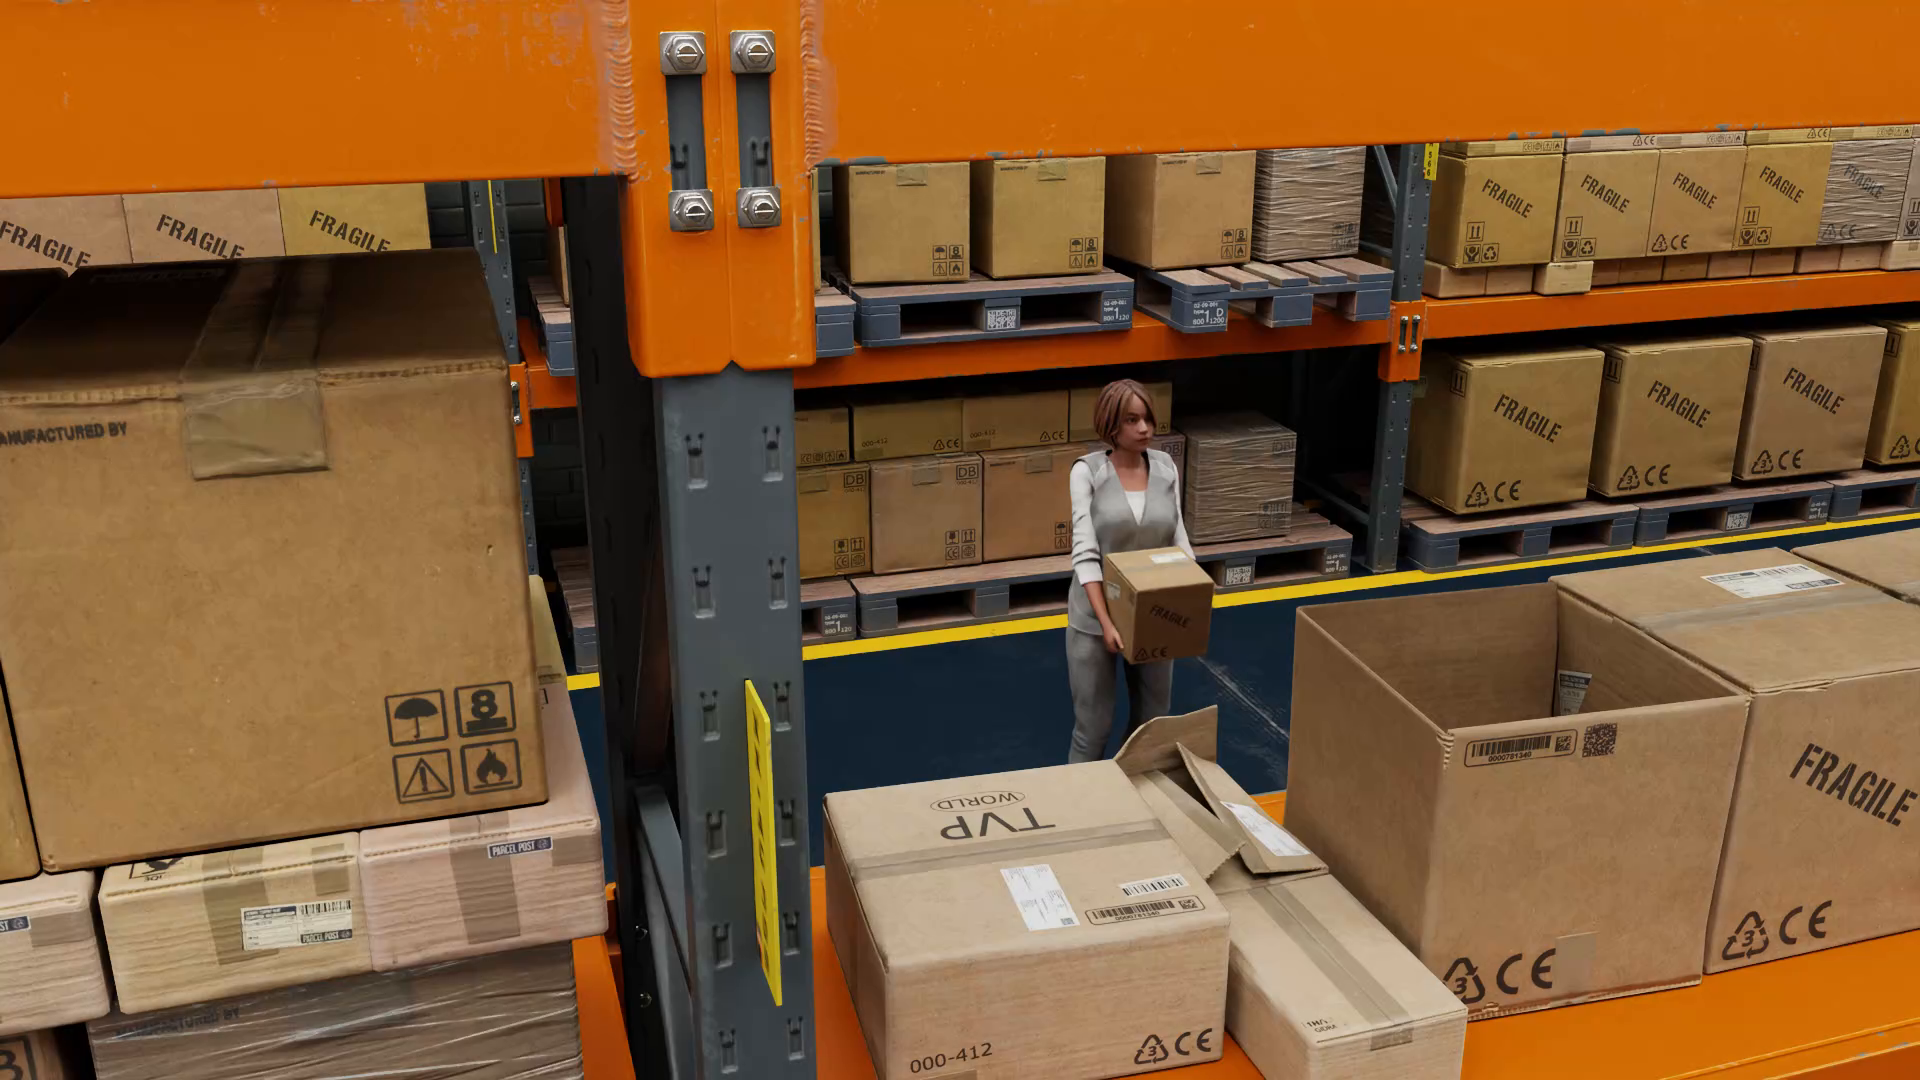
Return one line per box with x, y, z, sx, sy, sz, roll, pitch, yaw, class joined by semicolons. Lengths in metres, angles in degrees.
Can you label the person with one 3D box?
0.542;0.302;5.242;0.405;1.589;0.500;-6;20;-17;person
